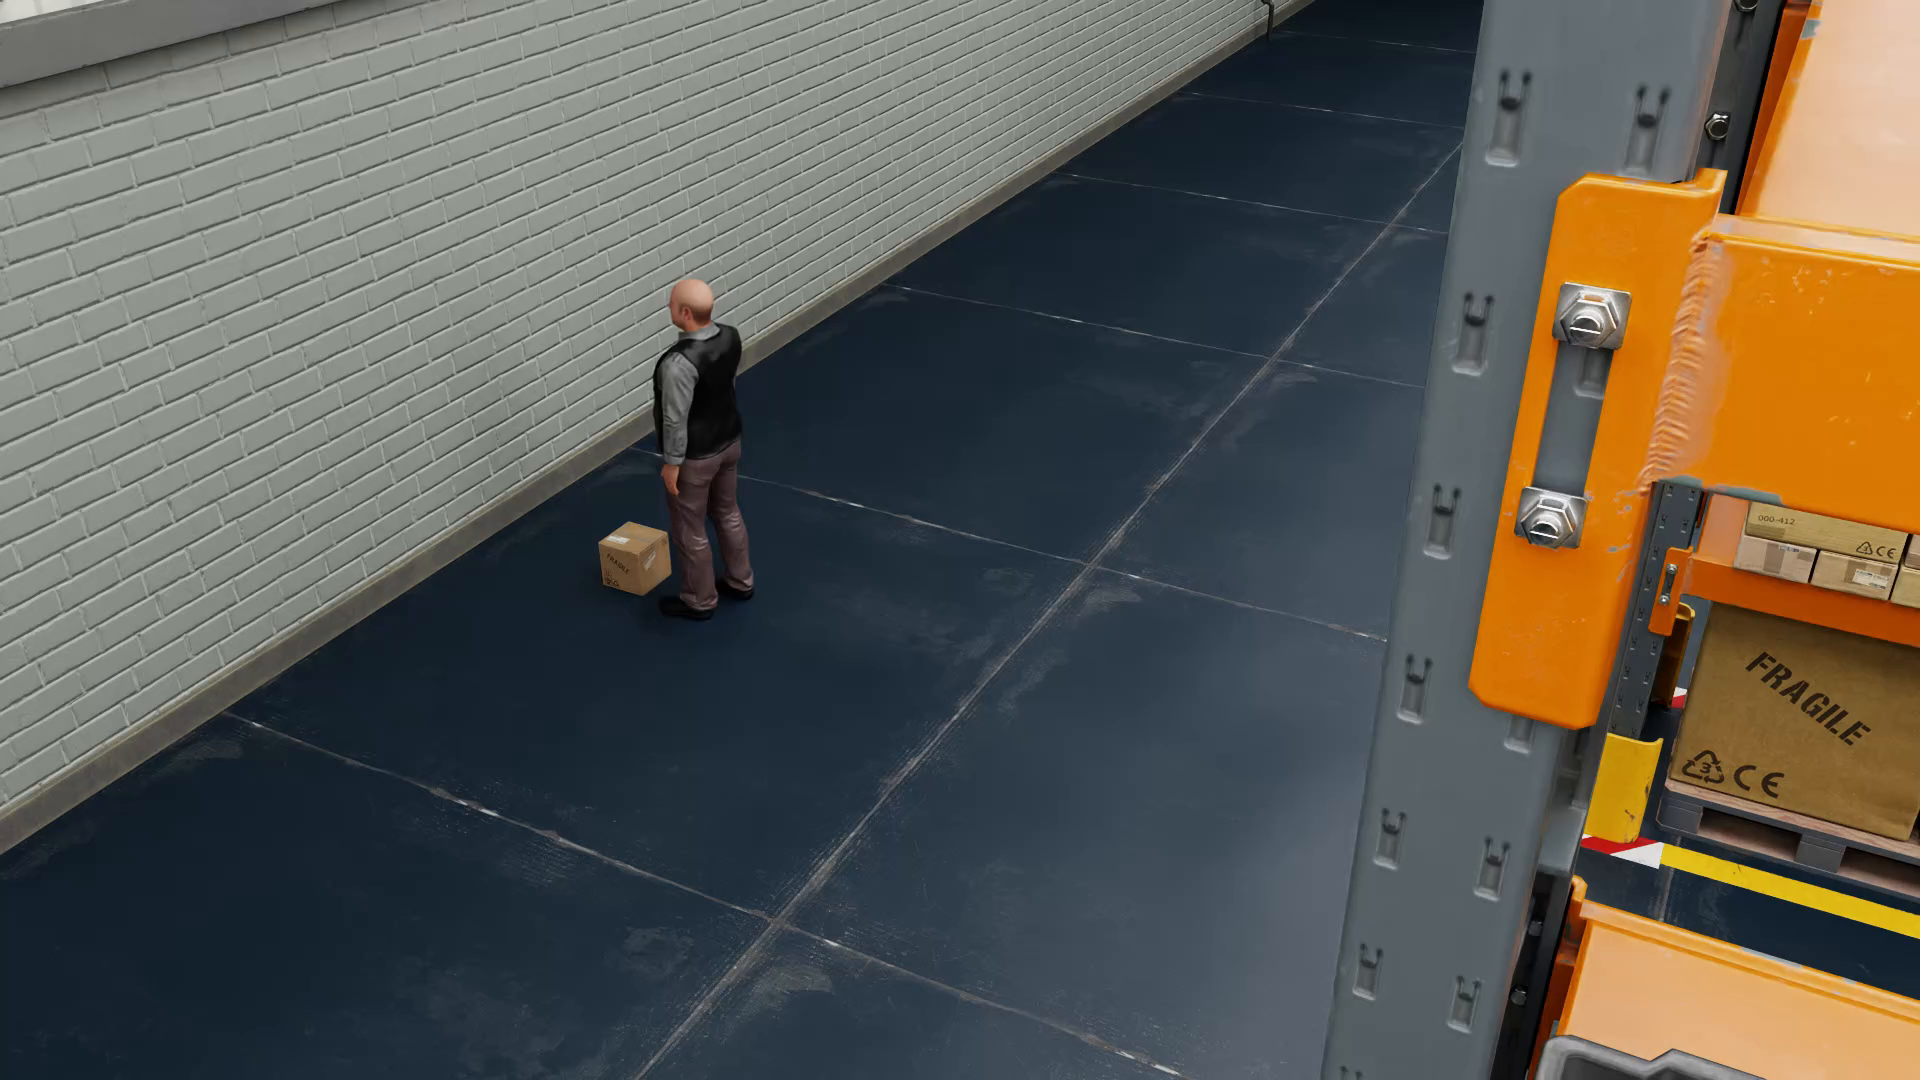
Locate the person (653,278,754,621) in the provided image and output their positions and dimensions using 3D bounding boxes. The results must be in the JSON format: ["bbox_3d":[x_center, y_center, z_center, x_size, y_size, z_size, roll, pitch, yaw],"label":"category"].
[{"bbox_3d":[-1.257,-0.428,7.907,0.405,1.734,0.545,15,33,25],"label":"person"}]
